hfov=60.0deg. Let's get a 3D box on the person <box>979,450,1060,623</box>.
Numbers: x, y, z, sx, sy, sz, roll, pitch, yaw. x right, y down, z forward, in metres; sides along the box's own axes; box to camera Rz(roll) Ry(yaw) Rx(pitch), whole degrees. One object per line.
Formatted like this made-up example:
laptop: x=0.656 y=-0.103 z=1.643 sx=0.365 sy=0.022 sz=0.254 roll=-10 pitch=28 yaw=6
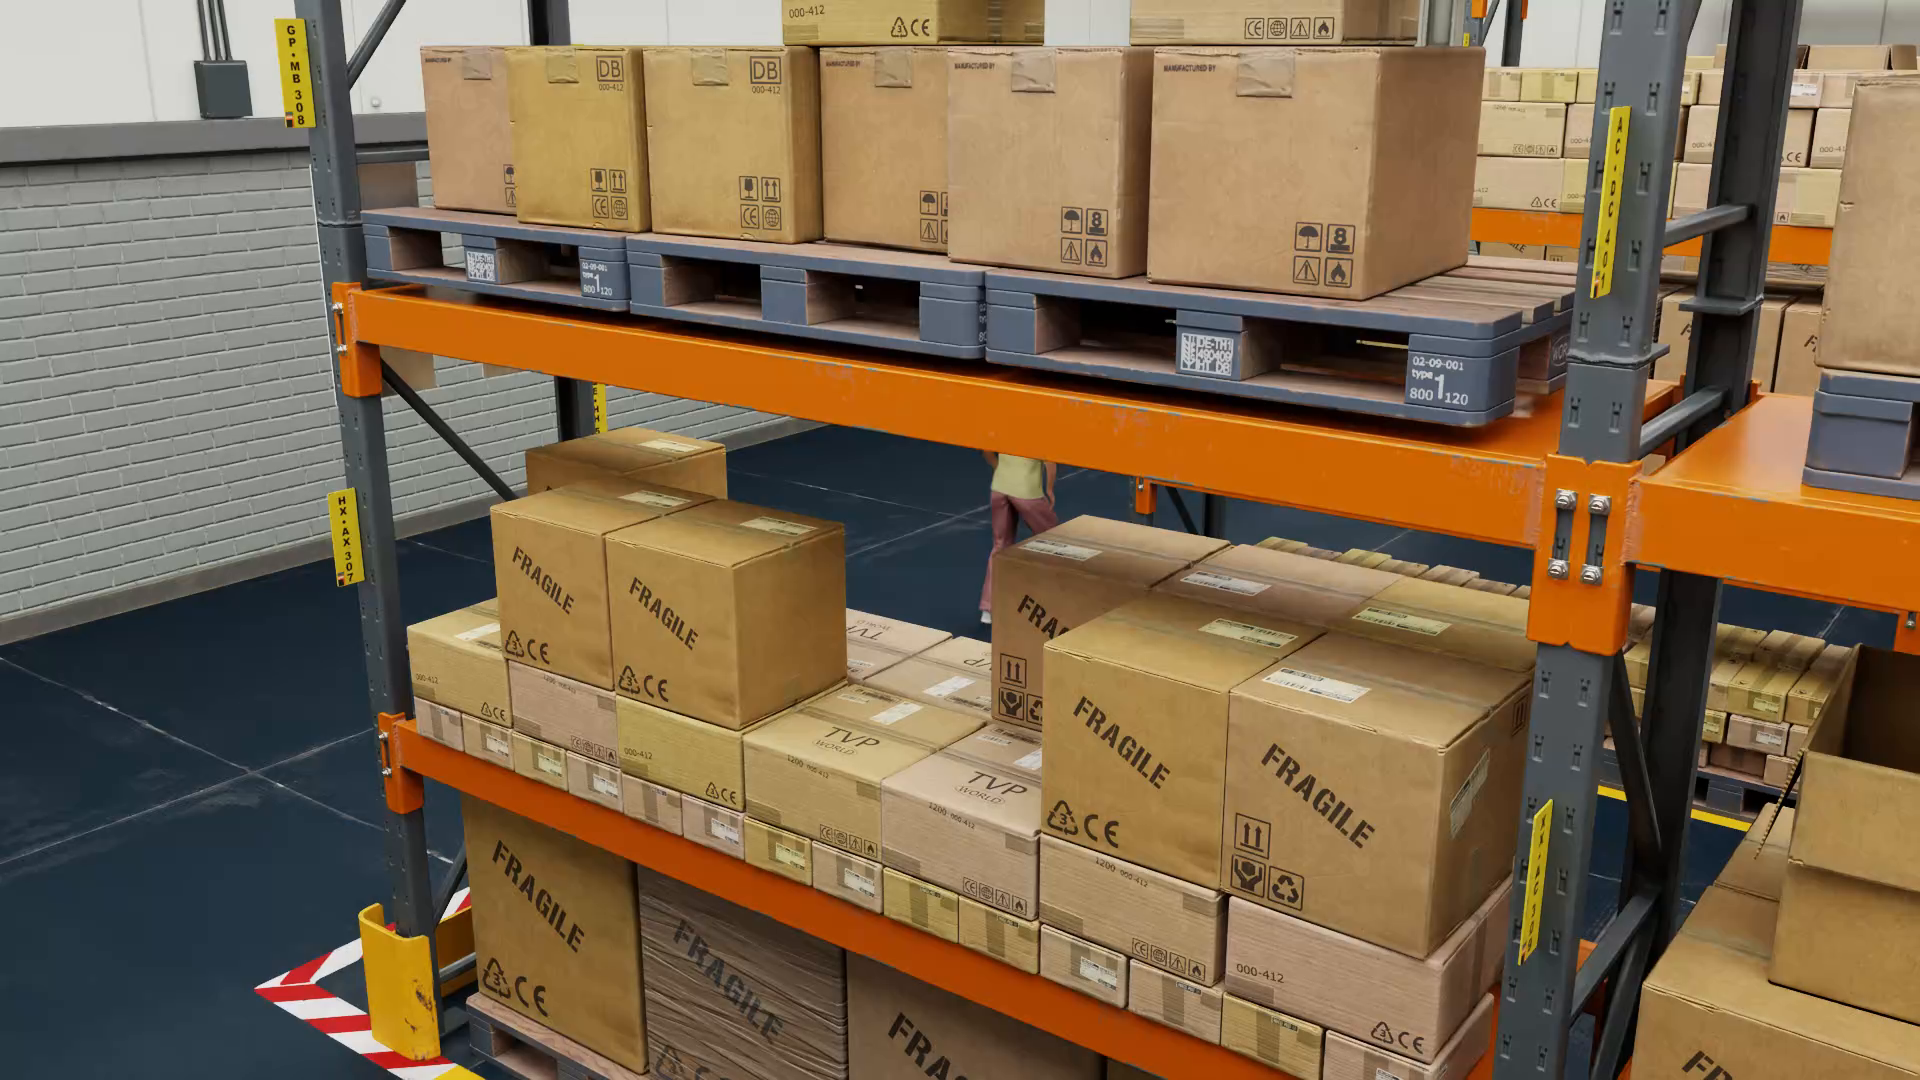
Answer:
person: x=0.372 y=-0.279 z=10.597 sx=0.604 sy=1.600 sz=0.547 roll=11 pitch=20 yaw=32
